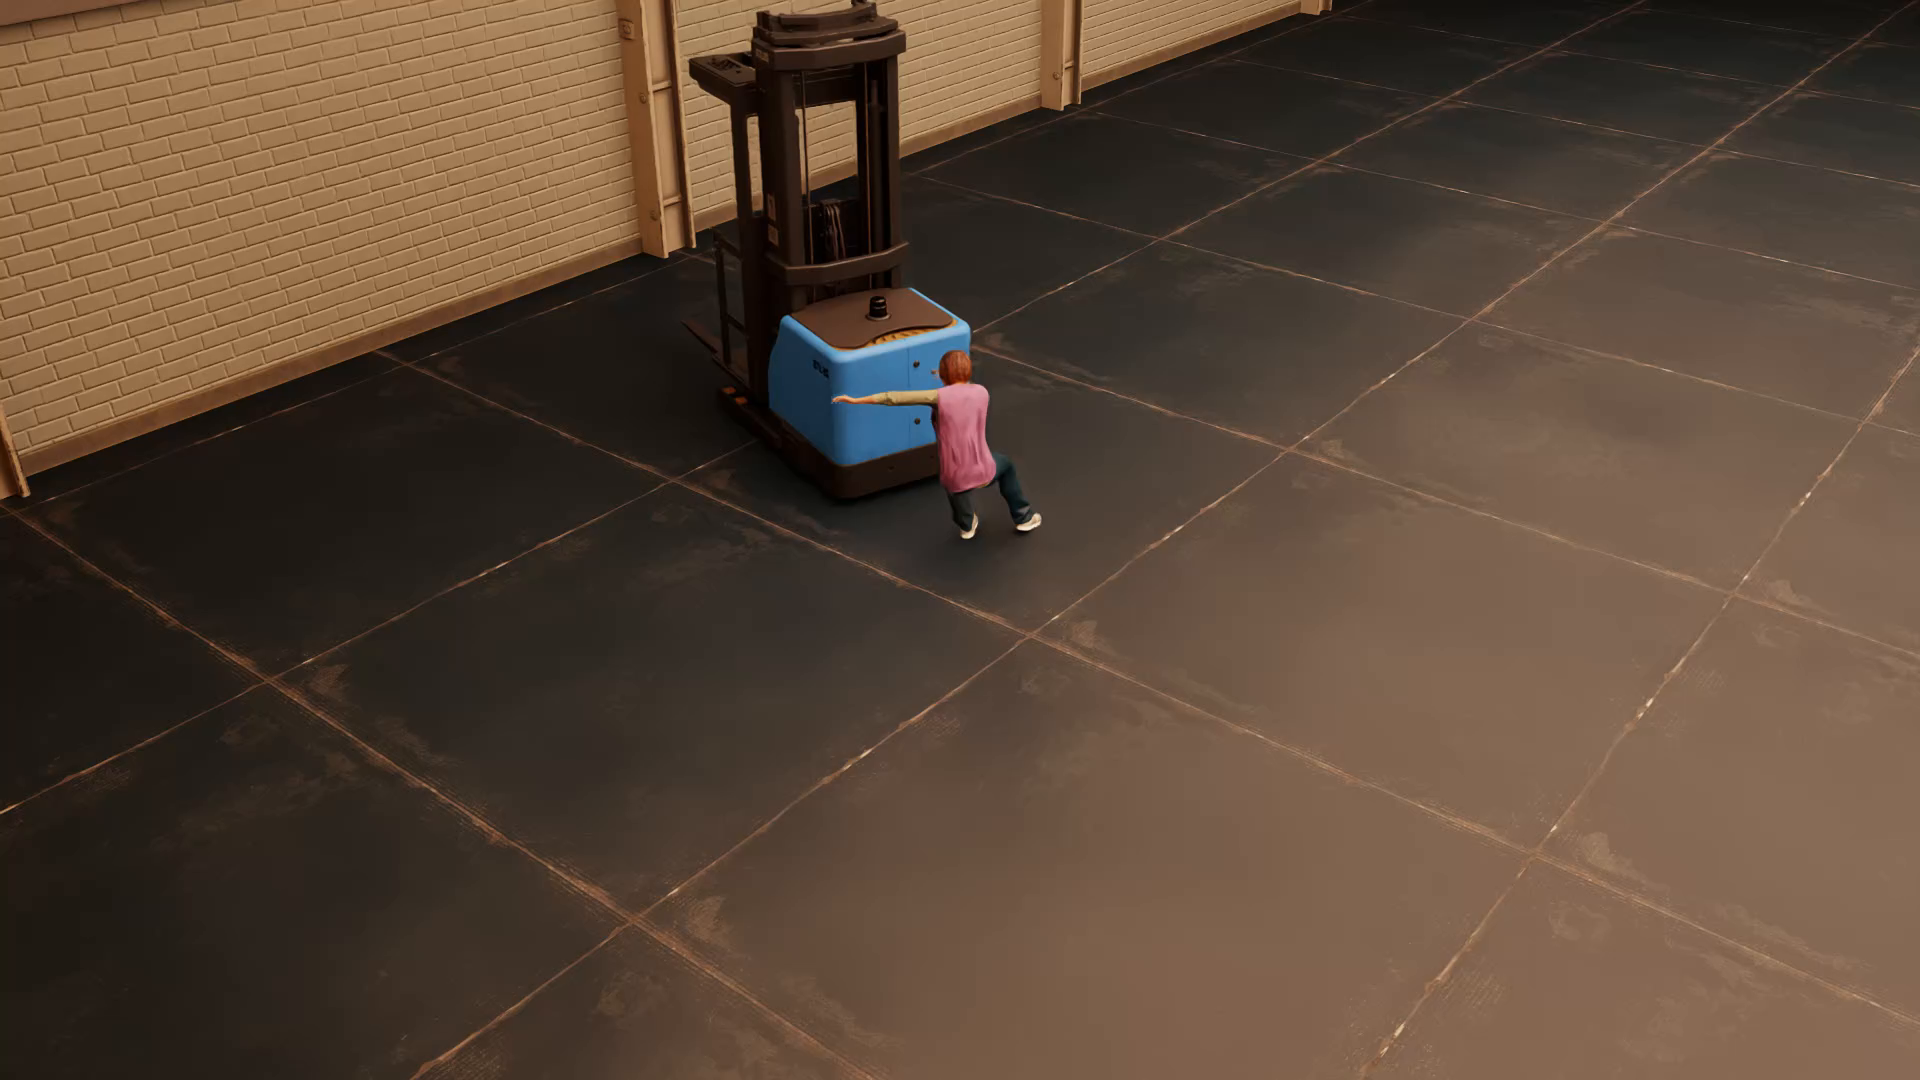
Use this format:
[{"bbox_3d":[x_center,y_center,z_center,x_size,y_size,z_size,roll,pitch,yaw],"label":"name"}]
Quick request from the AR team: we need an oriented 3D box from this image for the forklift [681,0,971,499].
[{"bbox_3d":[-1.112,-2.242,11.432,1.130,2.935,3.031,-17,34,-27],"label":"forklift"}]

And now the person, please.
[{"bbox_3d":[-0.099,-0.529,10.140,1.380,1.306,0.704,-9,31,-15],"label":"person"}]
